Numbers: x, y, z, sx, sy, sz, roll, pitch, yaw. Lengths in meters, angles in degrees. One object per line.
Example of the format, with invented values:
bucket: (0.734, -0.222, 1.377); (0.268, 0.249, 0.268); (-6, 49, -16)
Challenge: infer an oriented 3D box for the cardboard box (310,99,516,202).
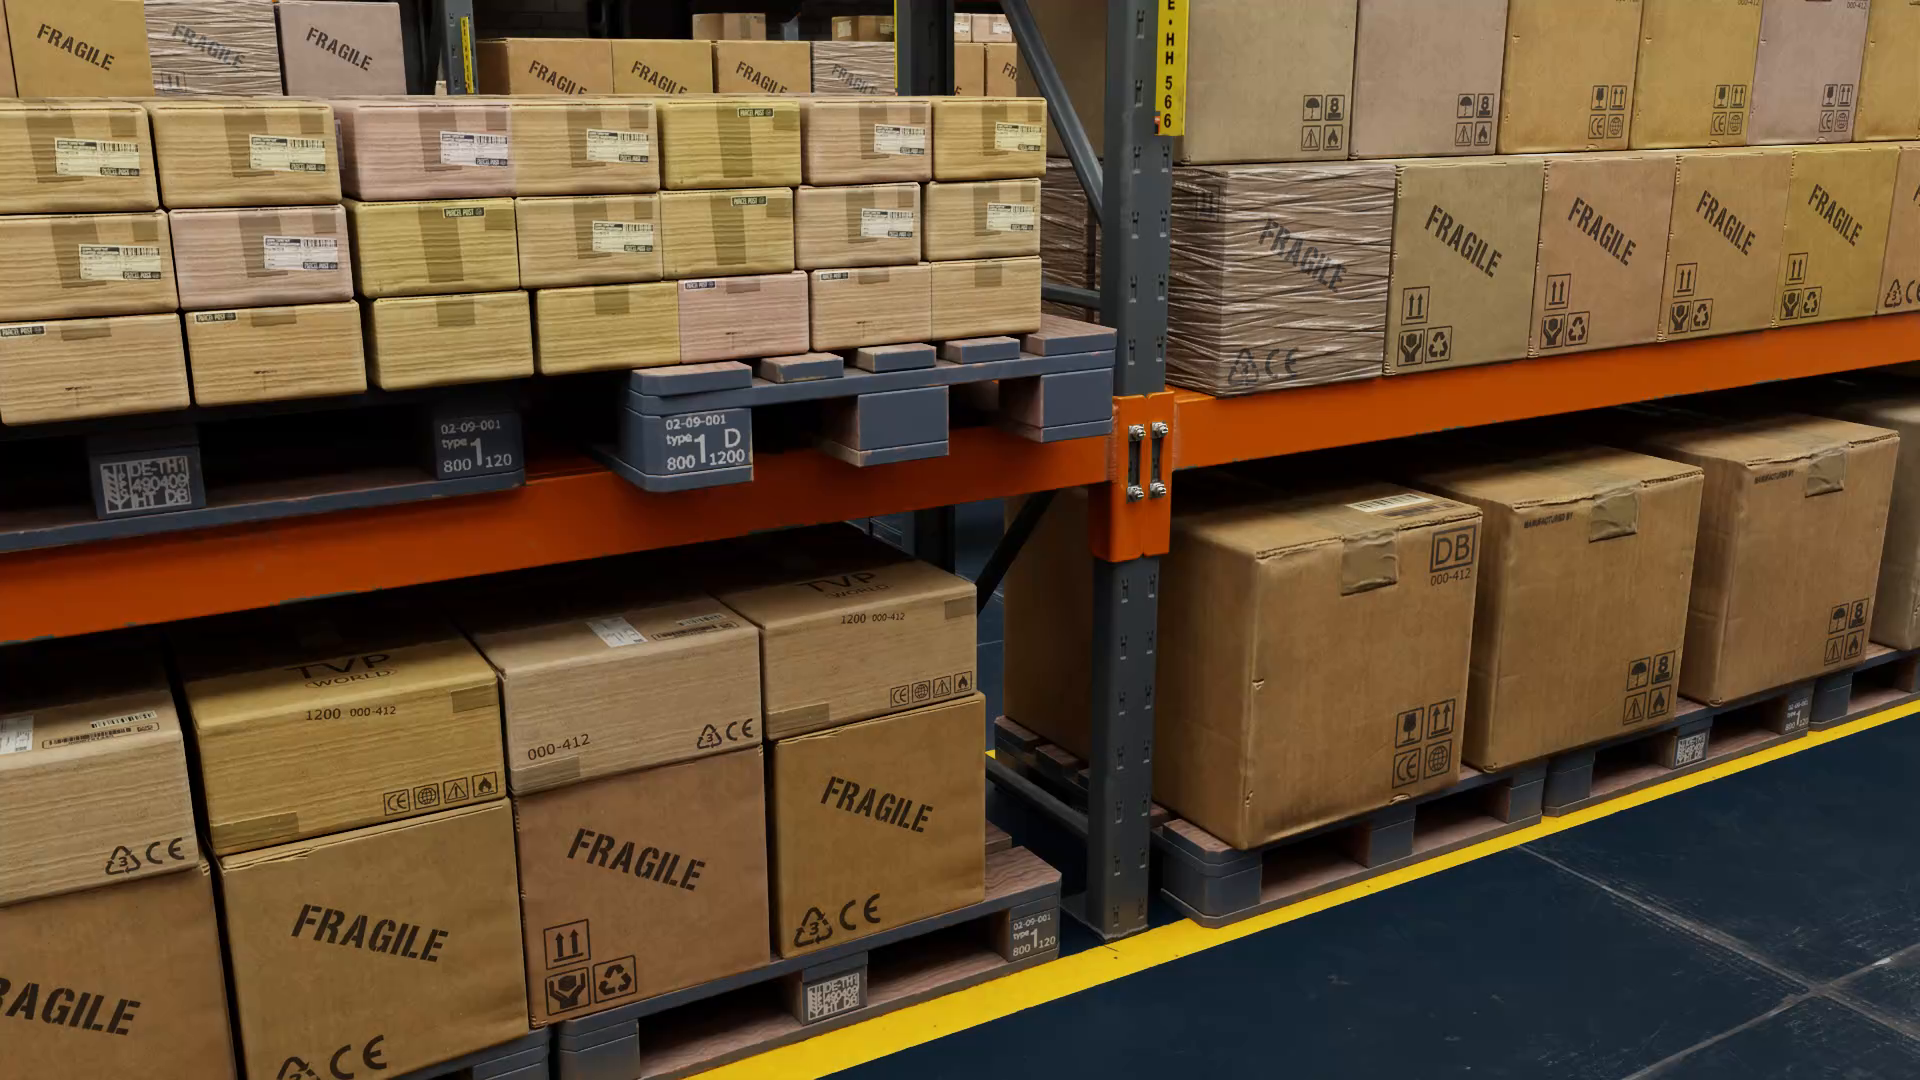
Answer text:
cardboard box: (-0.916, -0.656, 2.777); (0.250, 0.149, 0.380); (-9, 18, -30)

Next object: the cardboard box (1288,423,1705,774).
cardboard box: (1.461, 0.092, 4.915); (0.750, 0.750, 1.050); (-9, 18, -29)

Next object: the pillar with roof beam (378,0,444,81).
pillar with roof beam: (-2.180, -5.165, 9.162); (0.400, 9.000, 9.100); (-9, 18, -30)

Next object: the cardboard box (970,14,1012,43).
cardboard box: (0.075, -2.781, 9.057); (0.250, 0.149, 0.380); (-10, 18, -31)

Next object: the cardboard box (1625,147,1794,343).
cardboard box: (1.964, -0.861, 4.740); (0.500, 0.500, 0.500); (-9, 18, -30)

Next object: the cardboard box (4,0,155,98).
cardboard box: (-3.664, -1.991, 6.917); (0.500, 0.500, 0.500); (-9, 18, -30)

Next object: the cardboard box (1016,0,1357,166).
cardboard box: (0.535, -1.193, 4.070); (0.500, 0.500, 0.700); (-9, 18, -30)

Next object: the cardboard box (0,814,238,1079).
cardboard box: (-1.619, 0.763, 2.983); (0.500, 0.500, 0.500); (-9, 18, -29)

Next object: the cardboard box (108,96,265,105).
cardboard box: (-1.476, -0.768, 3.179); (0.250, 0.149, 0.380); (-9, 18, -28)

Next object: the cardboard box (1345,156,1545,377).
cardboard box: (1.104, -0.723, 4.245); (0.500, 0.500, 0.500); (-9, 18, -30)

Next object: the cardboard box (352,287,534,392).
cardboard box: (-0.920, -0.368, 2.852); (0.250, 0.149, 0.380); (-10, 19, -32)

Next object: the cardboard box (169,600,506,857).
cardboard box: (-1.177, 0.333, 3.130); (0.500, 0.250, 0.500); (-9, 18, -28)

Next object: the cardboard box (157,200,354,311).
cardboard box: (-1.148, -0.474, 2.679); (0.250, 0.149, 0.380); (-9, 18, -28)

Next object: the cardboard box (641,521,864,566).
cardboard box: (-0.570, 0.077, 4.042); (0.500, 0.250, 0.500); (-10, 19, -32)

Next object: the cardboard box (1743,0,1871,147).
cardboard box: (2.278, -1.476, 5.081); (0.500, 0.500, 0.700); (-9, 18, -29)

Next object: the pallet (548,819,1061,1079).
pallet: (-0.525, 0.848, 3.994); (1.213, 0.211, 1.003); (-9, 18, -30)

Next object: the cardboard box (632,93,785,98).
cardboard box: (-0.579, -0.913, 3.696); (0.250, 0.149, 0.380); (-10, 18, -31)

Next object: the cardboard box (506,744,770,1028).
cardboard box: (-0.731, 0.622, 3.488); (0.500, 0.500, 0.500); (-8, 18, -27)

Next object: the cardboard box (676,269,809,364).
cardboard box: (-0.475, -0.440, 3.108); (0.250, 0.149, 0.380); (-9, 18, -29)

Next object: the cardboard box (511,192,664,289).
cardboard box: (-0.710, -0.544, 2.930); (0.250, 0.149, 0.380); (-9, 18, -30)

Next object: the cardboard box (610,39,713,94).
cardboard box: (-1.543, -2.211, 8.226); (0.500, 0.500, 0.500); (-8, 18, -27)

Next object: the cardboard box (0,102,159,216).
cardboard box: (-1.372, -0.581, 2.512); (0.250, 0.149, 0.380); (-9, 18, -28)

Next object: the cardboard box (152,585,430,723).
cardboard box: (-1.436, 0.213, 3.555); (0.500, 0.250, 0.500); (-9, 18, -29)

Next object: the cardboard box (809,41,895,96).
cardboard box: (-0.658, -2.354, 8.736); (0.500, 0.500, 0.500); (-10, 19, -32)

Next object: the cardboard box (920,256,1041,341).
cardboard box: (-0.041, -0.509, 3.357); (0.250, 0.149, 0.380); (-9, 18, -29)

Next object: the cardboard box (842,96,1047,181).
cardboard box: (-0.039, -0.797, 3.280); (0.250, 0.149, 0.380); (-10, 19, -32)

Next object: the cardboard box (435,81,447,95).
cardboard box: (-3.972, -3.337, 12.371); (0.250, 0.149, 0.380); (-9, 18, -29)

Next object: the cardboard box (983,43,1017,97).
cardboard box: (0.236, -2.497, 9.247); (0.500, 0.500, 0.500); (-9, 18, -29)

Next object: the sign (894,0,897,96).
sign: (-0.143, -1.289, 4.304); (0.005, 0.325, 0.100); (-9, 18, -30)

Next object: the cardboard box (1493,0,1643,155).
cardboard box: (1.407, -1.335, 4.578); (0.500, 0.500, 0.700); (-10, 18, -31)

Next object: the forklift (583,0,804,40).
forklift: (-1.662, -2.587, 11.207); (3.031, 2.935, 1.130); (-9, 18, -30)

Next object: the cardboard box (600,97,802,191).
cardboard box: (-0.480, -0.726, 3.027); (0.250, 0.149, 0.380); (-9, 18, -28)

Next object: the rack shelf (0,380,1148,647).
rack shelf: (-1.569, 0.021, 3.109); (4.000, 0.370, 1.077); (-9, 18, -30)

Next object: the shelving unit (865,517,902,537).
shelving unit: (0.006, -0.723, 7.211); (0.755, 1.500, 0.431); (-9, 18, -30)

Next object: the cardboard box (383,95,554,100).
cardboard box: (-1.019, -0.844, 3.447); (0.250, 0.149, 0.380); (-10, 19, -32)

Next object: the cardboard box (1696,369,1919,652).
cardboard box: (3.088, -0.171, 5.853); (0.750, 0.750, 1.050); (-9, 18, -30)

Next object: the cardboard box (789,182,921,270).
cardboard box: (-0.271, -0.616, 3.187); (0.250, 0.149, 0.380); (-8, 18, -28)

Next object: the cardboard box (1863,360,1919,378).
cardboard box: (4.149, -0.410, 6.472); (0.875, 0.875, 0.875); (-9, 18, -29)

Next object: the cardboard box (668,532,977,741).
cardboard box: (-0.306, 0.193, 3.628); (0.500, 0.250, 0.500); (-10, 18, -31)

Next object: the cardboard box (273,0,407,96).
cardboard box: (-2.799, -2.132, 7.419); (0.500, 0.500, 0.500); (-10, 18, -31)

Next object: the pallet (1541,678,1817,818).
pallet: (1.905, 0.479, 5.310); (1.213, 0.211, 1.003); (-9, 18, -30)

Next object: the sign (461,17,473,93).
sign: (-2.202, -2.164, 7.427); (0.005, 0.325, 0.100); (-9, 18, -30)

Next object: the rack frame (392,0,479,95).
rack frame: (-2.490, -1.734, 8.040); (0.127, 3.000, 1.000); (-9, 18, -30)

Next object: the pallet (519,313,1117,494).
pallet: (-0.411, -0.387, 3.589); (1.003, 0.211, 1.213); (-9, 18, -30)

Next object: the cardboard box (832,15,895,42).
cardboard box: (-0.525, -2.838, 9.260); (0.250, 0.149, 0.380); (-8, 18, -27)

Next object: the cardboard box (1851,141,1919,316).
cardboard box: (2.831, -1.003, 5.244); (0.500, 0.500, 0.500); (-9, 18, -30)

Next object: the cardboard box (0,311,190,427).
cardboard box: (-1.375, -0.294, 2.588); (0.250, 0.149, 0.380); (-10, 19, -32)
